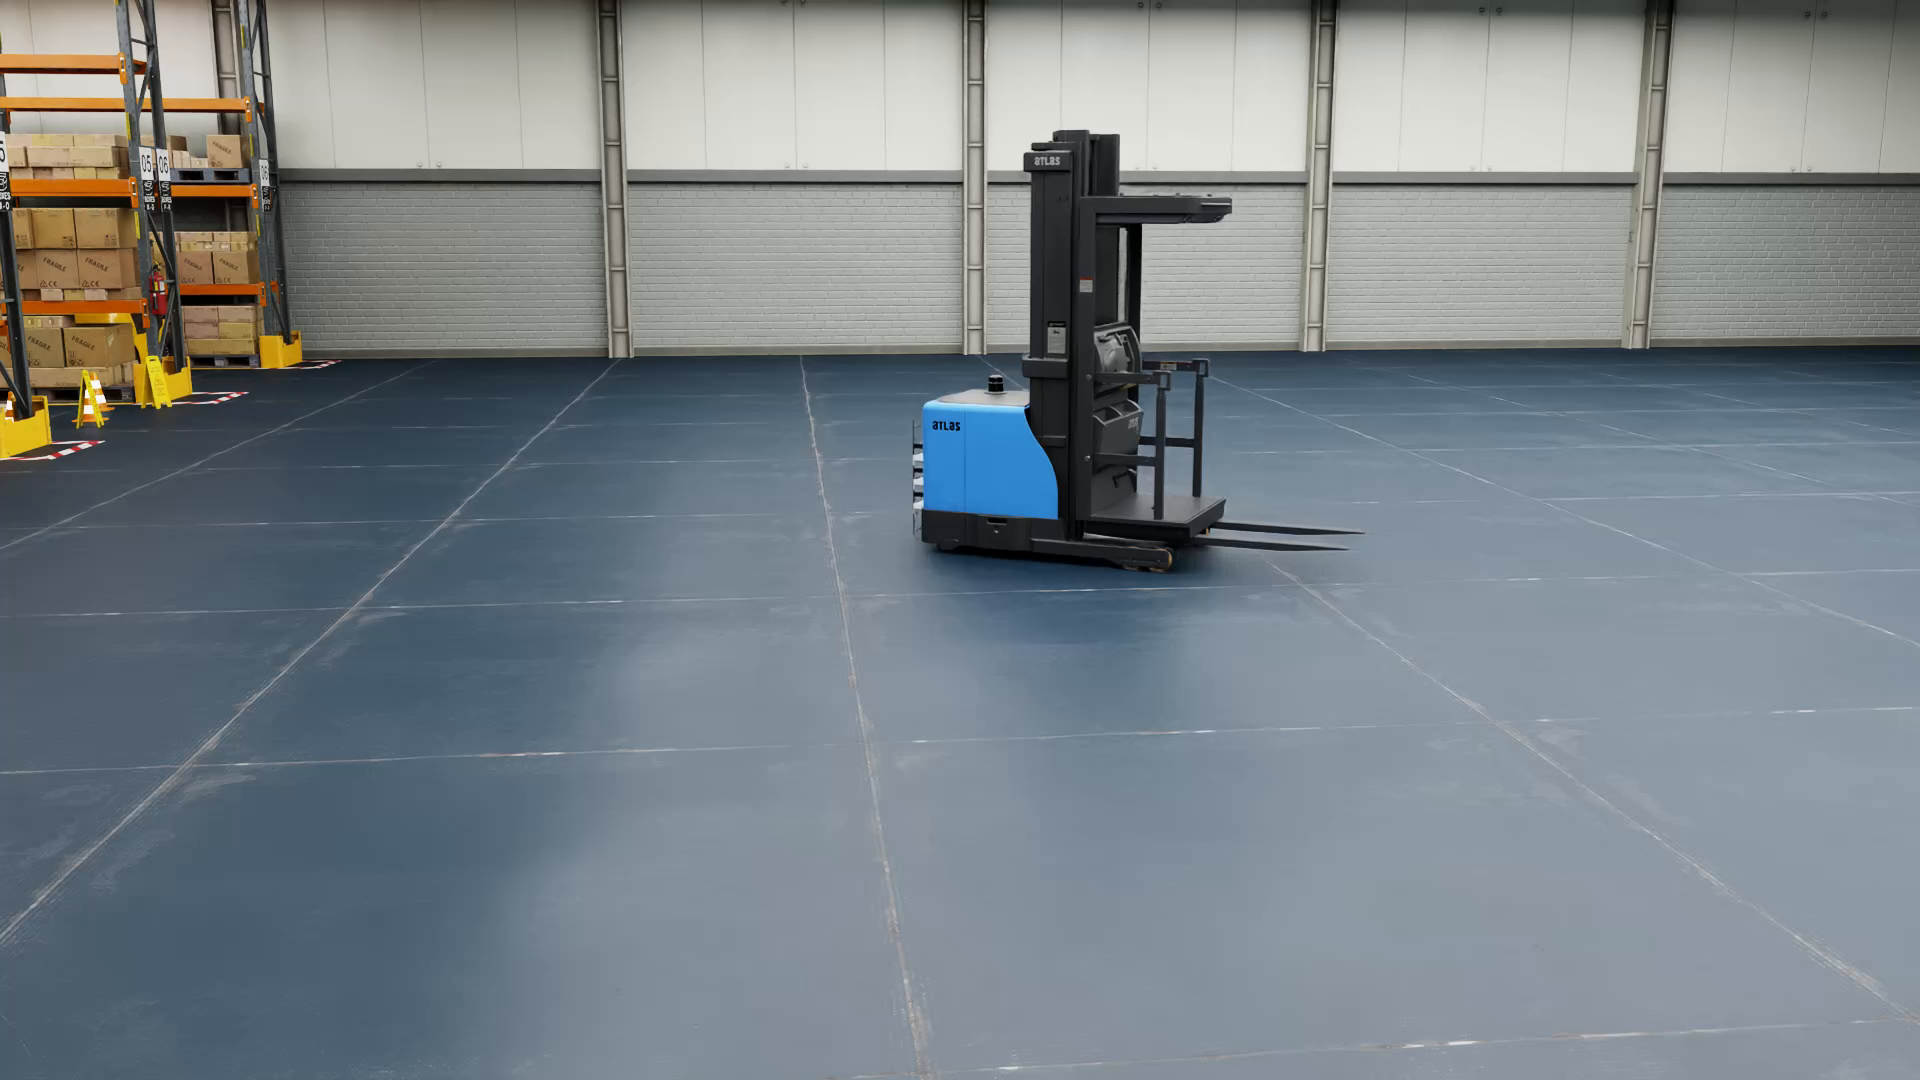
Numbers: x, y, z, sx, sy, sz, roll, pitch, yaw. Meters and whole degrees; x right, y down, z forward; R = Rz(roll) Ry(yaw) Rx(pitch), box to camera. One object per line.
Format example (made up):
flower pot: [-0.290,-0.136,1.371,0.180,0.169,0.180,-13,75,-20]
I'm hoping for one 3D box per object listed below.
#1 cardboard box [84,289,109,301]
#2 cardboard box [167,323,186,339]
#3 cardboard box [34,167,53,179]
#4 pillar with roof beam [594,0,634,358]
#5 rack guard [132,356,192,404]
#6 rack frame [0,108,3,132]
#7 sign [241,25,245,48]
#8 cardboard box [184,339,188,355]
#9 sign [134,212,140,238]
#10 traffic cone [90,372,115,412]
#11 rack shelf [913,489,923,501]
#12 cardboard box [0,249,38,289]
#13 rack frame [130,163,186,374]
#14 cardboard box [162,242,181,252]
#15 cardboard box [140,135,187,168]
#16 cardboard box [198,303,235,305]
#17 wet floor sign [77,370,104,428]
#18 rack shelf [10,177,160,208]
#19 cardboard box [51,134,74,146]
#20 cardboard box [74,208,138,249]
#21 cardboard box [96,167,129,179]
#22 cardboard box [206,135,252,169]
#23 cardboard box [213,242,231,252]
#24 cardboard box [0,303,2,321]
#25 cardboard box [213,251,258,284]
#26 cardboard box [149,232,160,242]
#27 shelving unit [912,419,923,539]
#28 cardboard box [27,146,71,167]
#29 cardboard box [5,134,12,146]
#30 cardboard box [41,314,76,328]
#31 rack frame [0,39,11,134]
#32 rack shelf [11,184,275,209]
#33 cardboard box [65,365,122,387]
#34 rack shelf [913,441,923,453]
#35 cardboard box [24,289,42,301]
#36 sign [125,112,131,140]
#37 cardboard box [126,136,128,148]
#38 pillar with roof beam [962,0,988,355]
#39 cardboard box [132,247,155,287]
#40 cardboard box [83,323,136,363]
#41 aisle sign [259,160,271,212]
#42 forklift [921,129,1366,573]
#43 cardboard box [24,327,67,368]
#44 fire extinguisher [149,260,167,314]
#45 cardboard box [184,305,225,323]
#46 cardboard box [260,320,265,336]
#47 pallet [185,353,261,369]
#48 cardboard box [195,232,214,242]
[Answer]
cardboard box: [-10.942,-3.131,21.172,0.250,0.149,0.380,-1,11,-7]
cardboard box: [-12.354,-3.291,26.075,0.500,0.250,0.500,-1,11,-7]
cardboard box: [-11.448,-4.615,20.940,0.250,0.149,0.380,-1,11,-6]
pillar with roof beam: [-5.253,-6.683,23.035,0.400,9.000,9.100,-1,11,-6]
rack guard: [-10.429,-2.102,21.764,0.348,0.500,1.175,-1,11,-6]
rack frame: [-9.718,-5.327,16.134,0.127,3.000,1.000,-1,11,-6]
sign: [-10.848,-7.618,25.165,0.005,0.325,0.100,-1,11,-6]
cardboard box: [-12.320,-3.051,26.152,0.500,0.250,0.500,-1,11,-5]
sign: [-10.313,-3.946,20.845,0.005,0.325,0.100,-1,11,-6]
traffic cone: [-10.641,-1.829,20.472,0.334,0.463,0.336,-1,11,-6]
rack shelf: [-0.207,-0.338,12.395,0.200,0.077,0.258,5,12,22]
cardboard box: [-11.859,-3.442,21.068,0.500,0.500,0.500,-1,11,-6]
rack frame: [-10.353,-3.330,21.531,0.127,3.000,1.000,-1,11,-6]
cardboard box: [-12.231,-4.566,25.877,0.250,0.149,0.380,-2,11,-8]
cardboard box: [-12.336,-6.000,25.728,0.500,0.500,0.700,-1,11,-6]
cardboard box: [-11.887,-3.645,26.578,0.500,0.250,0.500,-1,11,-6]
wet floor sign: [-9.903,-1.608,18.875,0.232,0.644,0.267,-3,12,-16]
rack shelf: [-12.341,-4.407,21.099,4.000,0.370,1.077,-1,11,-6]
cardboard box: [-11.170,-4.999,20.830,0.250,0.149,0.380,-1,11,-7]
cardboard box: [-10.837,-3.963,21.129,0.500,0.500,0.700,-1,11,-7]
cardboard box: [-10.678,-4.618,20.955,0.250,0.149,0.380,-1,11,-6]
cardboard box: [-11.307,-6.002,25.739,0.500,0.500,0.500,-1,11,-4]
cardboard box: [-11.458,-4.577,25.934,0.250,0.149,0.380,-1,11,-5]
cardboard box: [-10.082,-2.440,16.615,0.550,0.550,0.875,-1,11,-6]
cardboard box: [-11.354,-4.270,26.054,0.500,0.500,0.500,-1,11,-7]
cardboard box: [-12.484,-4.701,25.795,0.250,0.149,0.380,-1,11,-5]
shelving unit: [-0.207,-0.459,12.371,0.210,0.900,0.258,5,12,22]
cardboard box: [-11.334,-4.804,20.871,0.500,0.250,0.500,-1,11,-7]
cardboard box: [-11.934,-5.000,20.832,0.250,0.149,0.380,-2,11,-8]
cardboard box: [-11.479,-2.786,21.177,0.250,0.149,0.380,-1,11,-4]
rack frame: [-14.869,-7.142,25.370,0.127,3.000,1.000,-1,11,-6]
rack shelf: [-12.881,-5.359,25.941,4.000,0.370,1.077,-1,11,-6]
cardboard box: [-11.151,-2.118,21.405,0.500,0.250,0.500,-1,11,-6]
rack shelf: [-0.207,-0.691,12.326,0.200,0.077,0.258,5,12,22]
cardboard box: [-11.721,-3.141,21.219,0.250,0.149,0.380,-1,11,-5]
sign: [-10.313,-5.129,20.613,0.005,0.325,0.100,-1,11,-6]
cardboard box: [-10.728,-5.102,21.350,0.250,0.149,0.380,-1,11,-6]
pillar with roof beam: [0.712,-6.808,23.671,0.400,9.000,9.100,-1,11,-6]
cardboard box: [-10.854,-3.568,21.713,0.500,0.500,0.500,-1,11,-7]
cardboard box: [-11.208,-2.591,21.864,0.500,0.500,0.500,-2,11,-8]
aisle sign: [-10.796,-5.503,25.842,0.004,0.787,0.394,-1,11,-6]
forklift: [1.287,-1.333,11.551,3.031,2.935,1.130,5,12,22]
cardboard box: [-11.640,-2.477,21.285,0.500,0.500,0.500,-1,11,-4]
fire extinguisher: [-10.190,-3.206,21.101,0.183,0.674,0.296,-1,11,-6]
cardboard box: [-11.824,-3.548,26.088,0.500,0.250,0.500,-1,11,-5]
cardboard box: [-11.383,-3.414,26.702,0.500,0.250,0.500,-1,11,-5]
pallet: [-11.649,-2.890,26.520,1.213,0.211,1.003,-1,11,-6]
cardboard box: [-11.725,-4.726,25.917,0.250,0.149,0.380,-1,11,-5]
